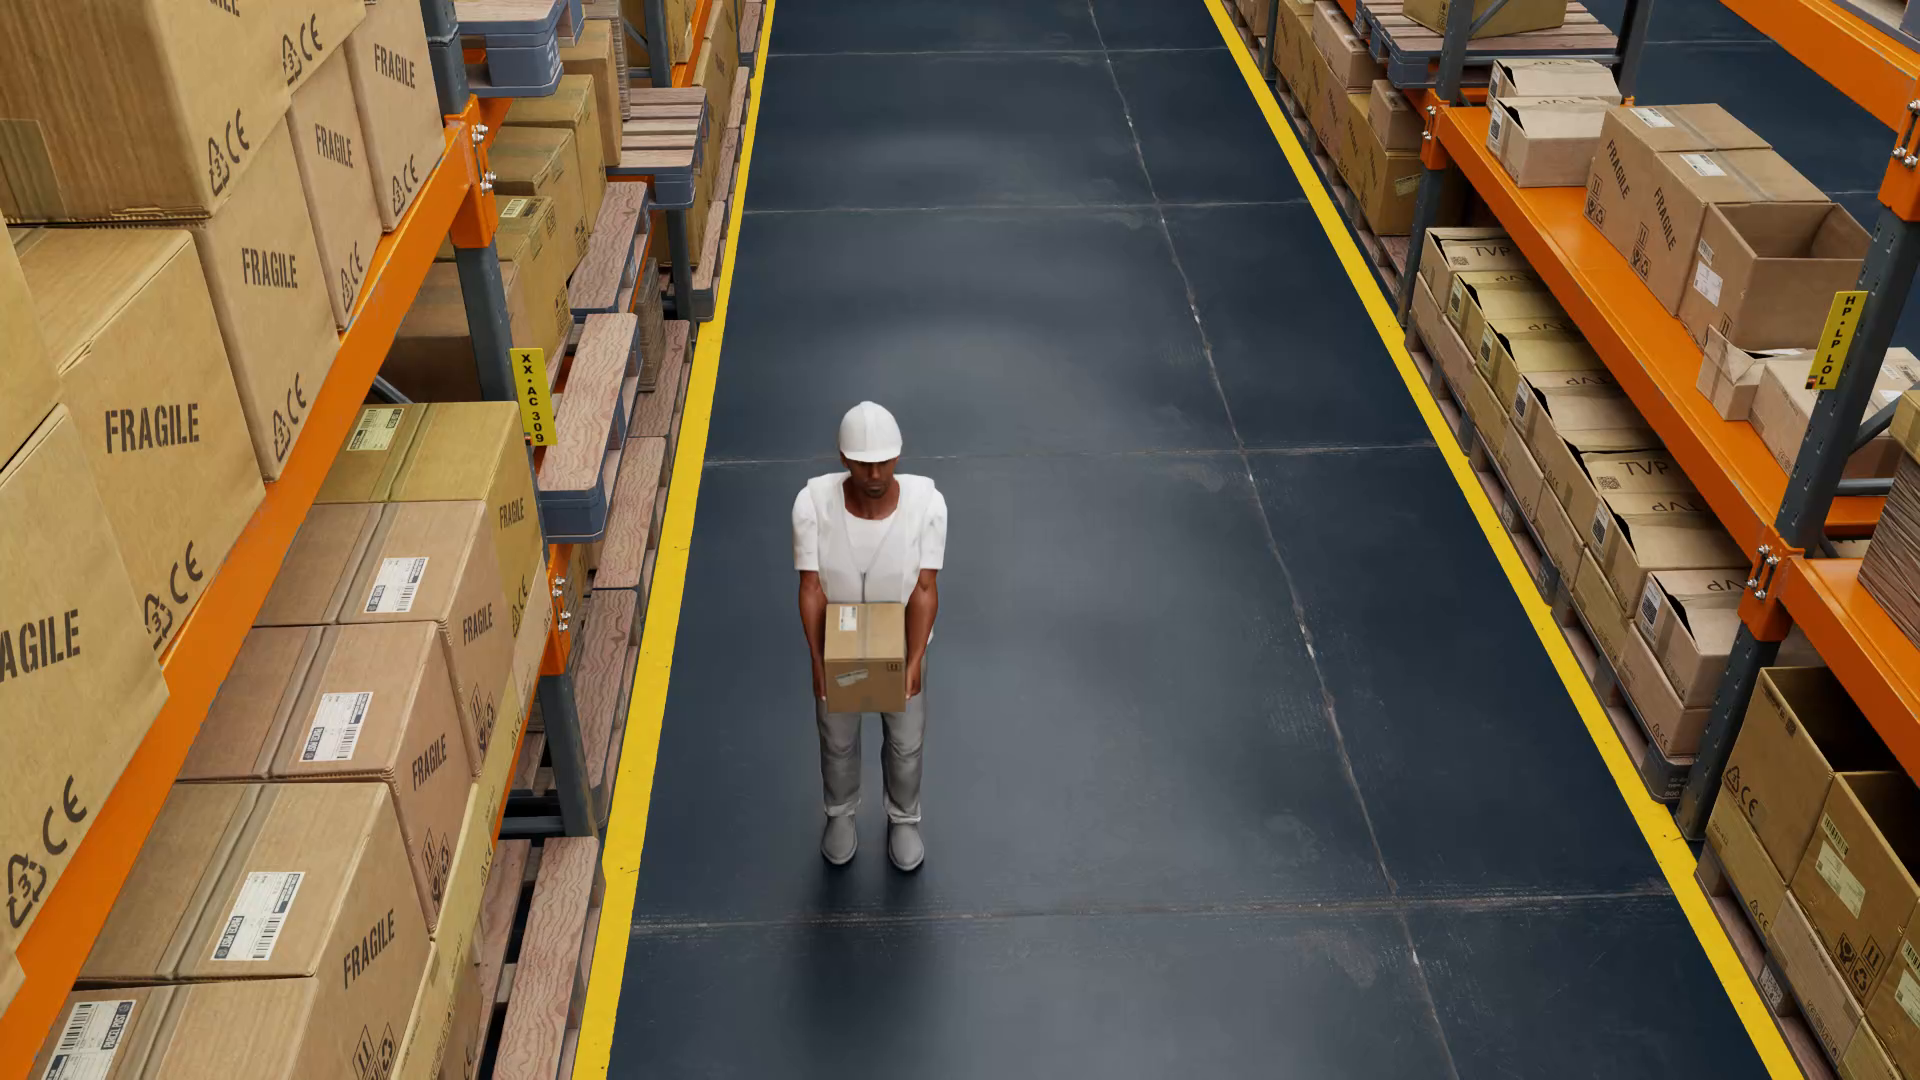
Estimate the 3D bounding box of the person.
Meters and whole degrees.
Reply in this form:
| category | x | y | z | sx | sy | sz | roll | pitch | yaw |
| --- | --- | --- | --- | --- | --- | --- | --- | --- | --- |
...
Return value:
| category | x | y | z | sx | sy | sz | roll | pitch | yaw |
| --- | --- | --- | --- | --- | --- | --- | --- | --- | --- |
| person | -0.290 | 0.398 | 5.562 | 0.504 | 1.760 | 0.585 | -1 | 35 | -1 |
